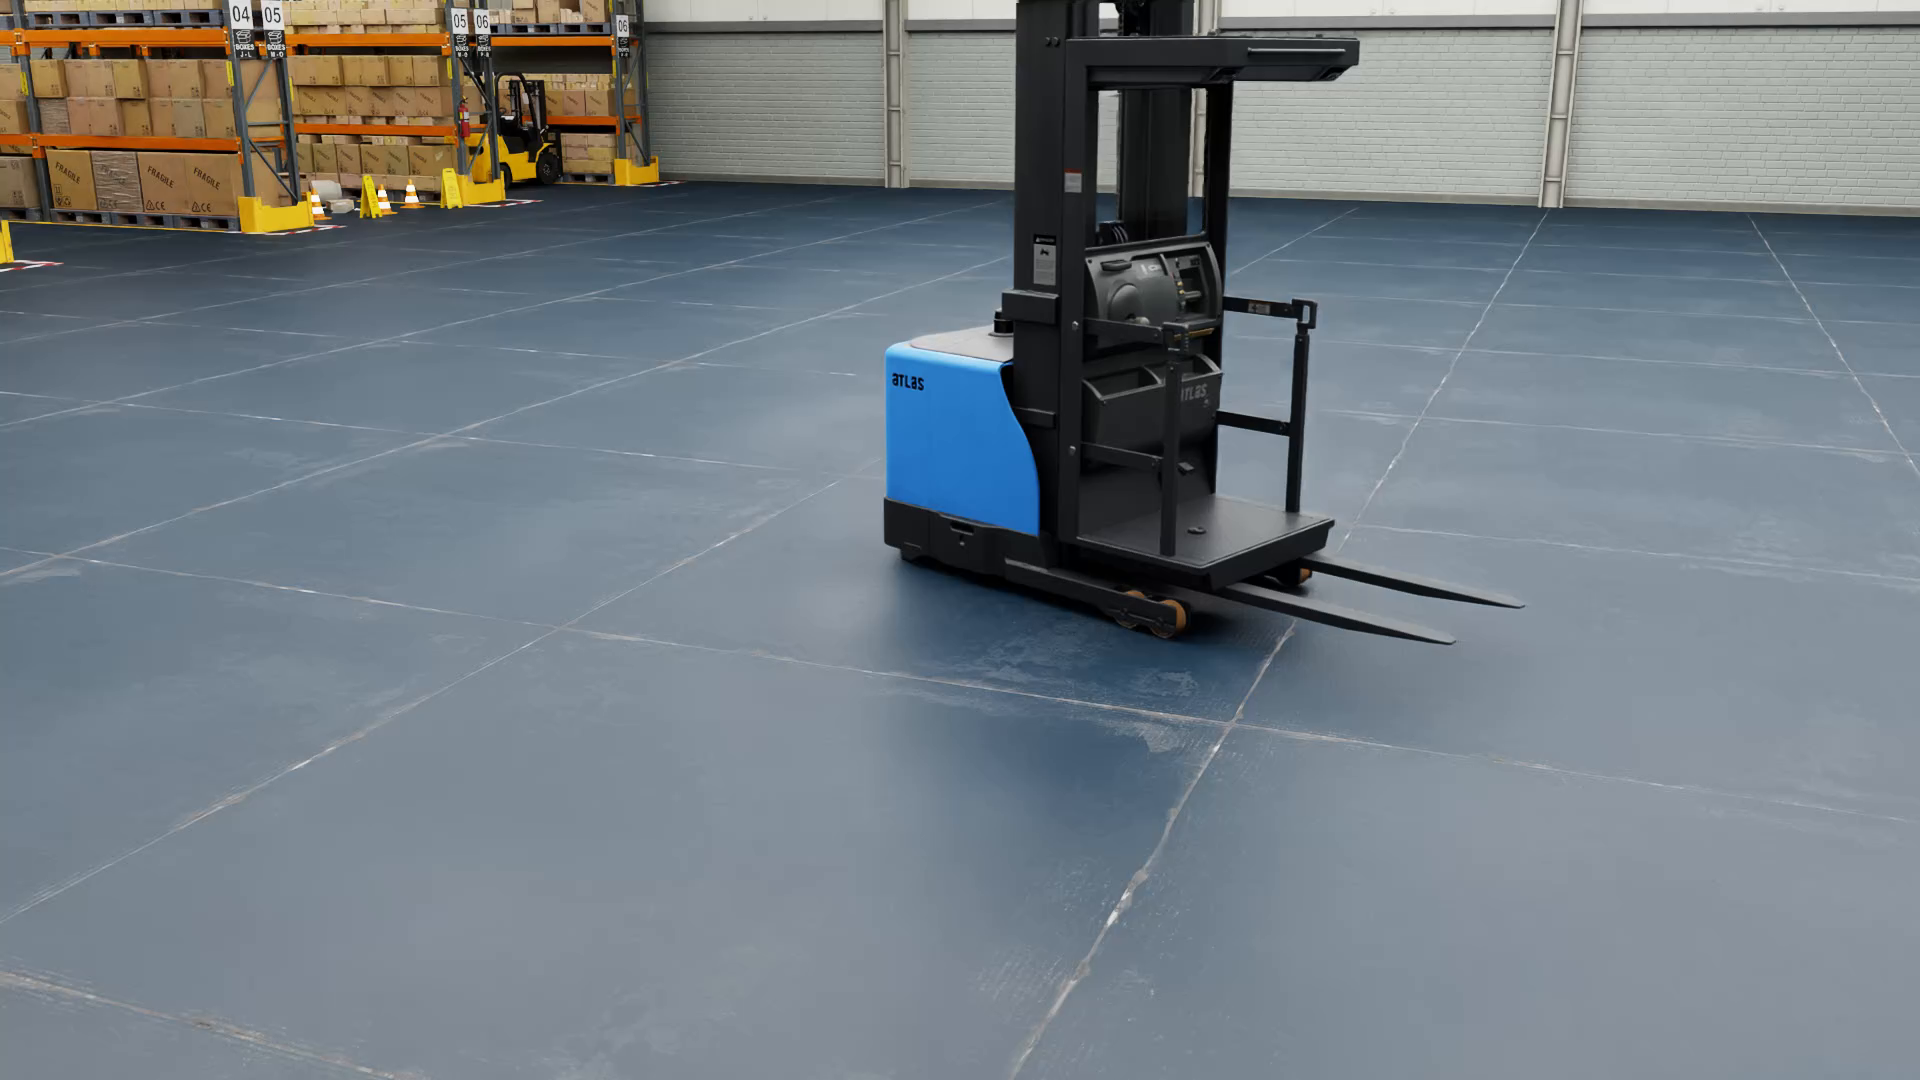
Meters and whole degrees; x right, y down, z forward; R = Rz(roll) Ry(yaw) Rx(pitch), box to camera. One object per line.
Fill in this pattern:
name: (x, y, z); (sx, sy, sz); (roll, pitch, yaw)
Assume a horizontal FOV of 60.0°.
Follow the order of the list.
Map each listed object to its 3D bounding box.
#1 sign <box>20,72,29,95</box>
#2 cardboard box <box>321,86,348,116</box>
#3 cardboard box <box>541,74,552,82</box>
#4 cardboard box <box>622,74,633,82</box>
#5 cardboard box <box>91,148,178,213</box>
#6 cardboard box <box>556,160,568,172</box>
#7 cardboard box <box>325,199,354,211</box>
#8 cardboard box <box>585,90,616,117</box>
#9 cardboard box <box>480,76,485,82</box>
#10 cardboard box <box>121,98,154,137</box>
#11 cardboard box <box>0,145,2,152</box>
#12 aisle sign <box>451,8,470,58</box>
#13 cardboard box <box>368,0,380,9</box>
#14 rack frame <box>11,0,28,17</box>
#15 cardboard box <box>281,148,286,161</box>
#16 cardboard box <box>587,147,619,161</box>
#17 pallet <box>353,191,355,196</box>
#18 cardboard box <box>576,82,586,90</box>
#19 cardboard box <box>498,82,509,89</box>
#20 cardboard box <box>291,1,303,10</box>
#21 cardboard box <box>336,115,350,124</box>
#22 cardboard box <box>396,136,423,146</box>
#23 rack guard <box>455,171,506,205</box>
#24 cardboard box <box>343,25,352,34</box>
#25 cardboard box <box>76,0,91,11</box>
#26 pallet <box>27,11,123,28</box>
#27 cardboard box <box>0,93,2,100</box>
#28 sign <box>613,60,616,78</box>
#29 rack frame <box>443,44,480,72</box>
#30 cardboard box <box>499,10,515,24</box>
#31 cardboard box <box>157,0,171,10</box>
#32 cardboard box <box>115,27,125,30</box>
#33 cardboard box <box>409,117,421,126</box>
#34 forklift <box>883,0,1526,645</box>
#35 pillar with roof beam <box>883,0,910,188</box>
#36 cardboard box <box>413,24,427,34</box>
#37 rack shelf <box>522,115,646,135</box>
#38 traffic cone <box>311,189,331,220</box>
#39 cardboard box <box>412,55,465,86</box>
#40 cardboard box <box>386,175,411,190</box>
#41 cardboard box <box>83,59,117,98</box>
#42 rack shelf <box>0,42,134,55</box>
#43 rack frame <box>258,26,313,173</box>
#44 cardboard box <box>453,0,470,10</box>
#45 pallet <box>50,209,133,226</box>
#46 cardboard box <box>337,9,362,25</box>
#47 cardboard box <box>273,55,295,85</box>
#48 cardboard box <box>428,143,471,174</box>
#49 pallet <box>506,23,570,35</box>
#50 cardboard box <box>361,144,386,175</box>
sign: (-13.931, -6.793, 24.758); (0.005, 0.325, 0.100); (6, 17, 21)
cardboard box: (-10.773, -7.684, 29.050); (0.500, 0.500, 0.500); (6, 17, 20)
cardboard box: (-8.114, -9.178, 33.033); (0.250, 0.149, 0.380); (7, 17, 22)
cardboard box: (-6.714, -9.181, 33.044); (0.250, 0.149, 0.380); (6, 17, 20)
cardboard box: (-12.341, -5.424, 25.036); (0.875, 0.875, 0.875); (6, 17, 21)
cardboard box: (-7.954, -7.544, 33.456); (0.500, 0.250, 0.500); (6, 17, 21)
cardboard box: (-10.257, -5.543, 27.499); (0.380, 0.149, 0.250); (-12, 20, -37)
cardboard box: (-7.034, -8.620, 32.805); (0.500, 0.500, 0.500); (6, 17, 19)
cardboard box: (-9.496, -9.364, 33.673); (0.250, 0.149, 0.380); (6, 17, 20)
cardboard box: (-11.884, -6.290, 24.690); (0.500, 0.550, 0.875); (6, 17, 21)
cardboard box: (-18.854, -7.668, 32.764); (0.875, 0.875, 0.875); (7, 18, 22)
aisle sign: (-8.346, -8.469, 27.801); (0.004, 0.787, 0.394); (6, 17, 21)
cardboard box: (-9.866, -9.120, 28.348); (0.250, 0.149, 0.380); (6, 17, 19)
rack frame: (-13.741, -9.298, 24.560); (0.127, 3.000, 1.000); (6, 17, 21)
cardboard box: (-14.394, -8.396, 35.946); (0.500, 0.500, 0.500); (7, 18, 22)
cardboard box: (-7.047, -7.679, 33.028); (0.500, 0.250, 0.500); (6, 17, 20)
pallet: (-11.381, -6.312, 30.038); (1.213, 0.211, 1.003); (6, 17, 21)
cardboard box: (-7.372, -8.973, 32.857); (0.250, 0.149, 0.380); (7, 17, 22)
cardboard box: (-9.061, -9.140, 33.434); (0.250, 0.149, 0.380); (6, 17, 20)
cardboard box: (-11.350, -9.248, 28.790); (0.250, 0.149, 0.380); (6, 17, 19)
cardboard box: (-10.656, -7.341, 29.032); (0.250, 0.149, 0.380); (6, 17, 21)
cardboard box: (-9.504, -6.889, 28.693); (0.250, 0.149, 0.380); (7, 18, 22)
rack guard: (-8.368, -6.109, 28.820); (0.348, 0.500, 1.175); (6, 17, 21)
cardboard box: (-10.382, -8.777, 28.597); (0.250, 0.149, 0.380); (6, 17, 21)
cardboard box: (-12.579, -7.757, 24.152); (0.250, 0.149, 0.380); (6, 17, 20)
pallet: (-12.983, -7.728, 24.693); (1.213, 0.211, 1.003); (6, 17, 21)
cardboard box: (-14.684, -7.046, 25.592); (0.500, 0.500, 0.700); (6, 17, 20)
sign: (-6.691, -9.120, 32.206); (0.005, 0.325, 0.100); (6, 17, 21)
rack frame: (-10.200, -8.999, 34.290); (0.127, 3.000, 1.000); (6, 17, 21)
cardboard box: (-8.931, -10.394, 33.024); (0.258, 0.266, 0.396); (6, 17, 19)
cardboard box: (-11.161, -7.601, 23.614); (0.250, 0.149, 0.380); (6, 17, 21)
cardboard box: (-15.271, -9.394, 30.511); (0.258, 0.266, 0.396); (6, 17, 21)
cardboard box: (-9.231, -7.193, 28.520); (0.250, 0.149, 0.380); (6, 17, 20)
forklift: (1.036, -1.146, 7.364); (3.031, 2.935, 1.130); (15, 22, 41)
pillar with roof beam: (-2.795, -10.045, 27.134); (0.400, 9.000, 9.100); (6, 17, 21)
cardboard box: (-8.975, -8.602, 27.996); (0.250, 0.149, 0.380); (6, 17, 21)
rack shelf: (-8.340, -8.448, 33.685); (4.000, 0.370, 1.077); (6, 17, 21)
traffic cone: (-9.992, -5.212, 25.796); (0.334, 0.463, 0.336); (6, 17, 21)
cardboard box: (-8.853, -7.968, 28.235); (0.500, 0.500, 0.700); (6, 17, 19)
cardboard box: (-9.627, -6.251, 29.003); (0.500, 0.250, 0.500); (6, 17, 21)
cardboard box: (-12.404, -6.844, 24.661); (0.550, 0.550, 0.875); (6, 17, 21)
rack shelf: (-17.600, -9.420, 31.650); (4.000, 0.370, 1.077); (6, 17, 21)
rack frame: (-12.018, -7.711, 29.854); (0.127, 3.000, 1.000); (6, 17, 21)
cardboard box: (-8.553, -9.094, 28.258); (0.250, 0.149, 0.380); (6, 17, 20)
pallet: (-13.062, -4.979, 25.447); (1.213, 0.211, 1.003); (6, 17, 21)
cardboard box: (-10.295, -8.950, 28.478); (0.500, 0.250, 0.500); (6, 17, 21)
cardboard box: (-11.689, -8.281, 29.310); (0.500, 0.500, 0.700); (6, 17, 20)
cardboard box: (-8.969, -6.699, 29.204); (0.500, 0.500, 0.500); (6, 17, 19)
pallet: (-8.267, -10.191, 33.175); (1.213, 0.211, 1.003); (6, 17, 21)
cardboard box: (-10.092, -6.663, 29.079); (0.500, 0.500, 0.500); (6, 17, 19)
